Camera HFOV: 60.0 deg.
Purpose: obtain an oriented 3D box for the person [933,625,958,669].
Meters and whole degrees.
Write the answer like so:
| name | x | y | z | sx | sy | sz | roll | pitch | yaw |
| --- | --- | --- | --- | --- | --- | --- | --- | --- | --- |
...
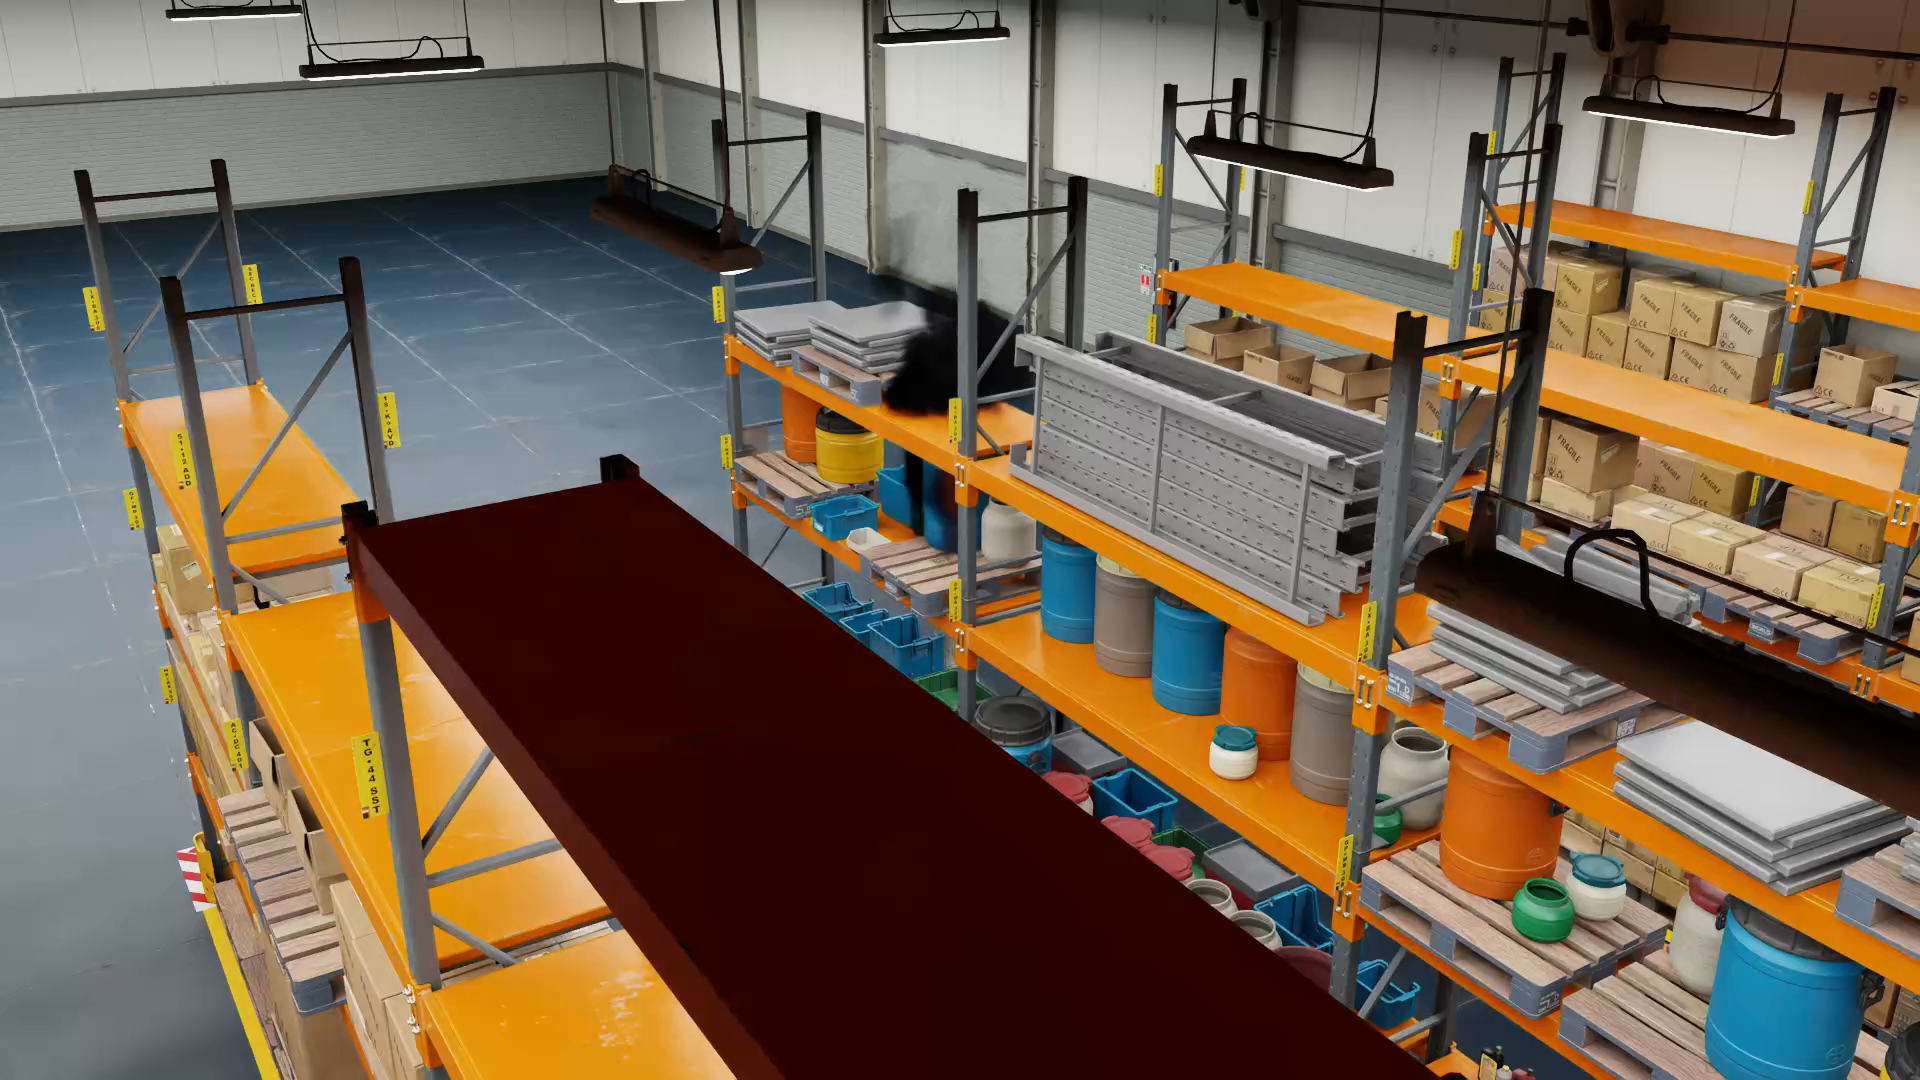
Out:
| name | x | y | z | sx | sy | sz | roll | pitch | yaw |
| --- | --- | --- | --- | --- | --- | --- | --- | --- | --- |
| person | -0.132 | 0.773 | 16.487 | 0.584 | 1.750 | 0.601 | -17 | 27 | -36 |
